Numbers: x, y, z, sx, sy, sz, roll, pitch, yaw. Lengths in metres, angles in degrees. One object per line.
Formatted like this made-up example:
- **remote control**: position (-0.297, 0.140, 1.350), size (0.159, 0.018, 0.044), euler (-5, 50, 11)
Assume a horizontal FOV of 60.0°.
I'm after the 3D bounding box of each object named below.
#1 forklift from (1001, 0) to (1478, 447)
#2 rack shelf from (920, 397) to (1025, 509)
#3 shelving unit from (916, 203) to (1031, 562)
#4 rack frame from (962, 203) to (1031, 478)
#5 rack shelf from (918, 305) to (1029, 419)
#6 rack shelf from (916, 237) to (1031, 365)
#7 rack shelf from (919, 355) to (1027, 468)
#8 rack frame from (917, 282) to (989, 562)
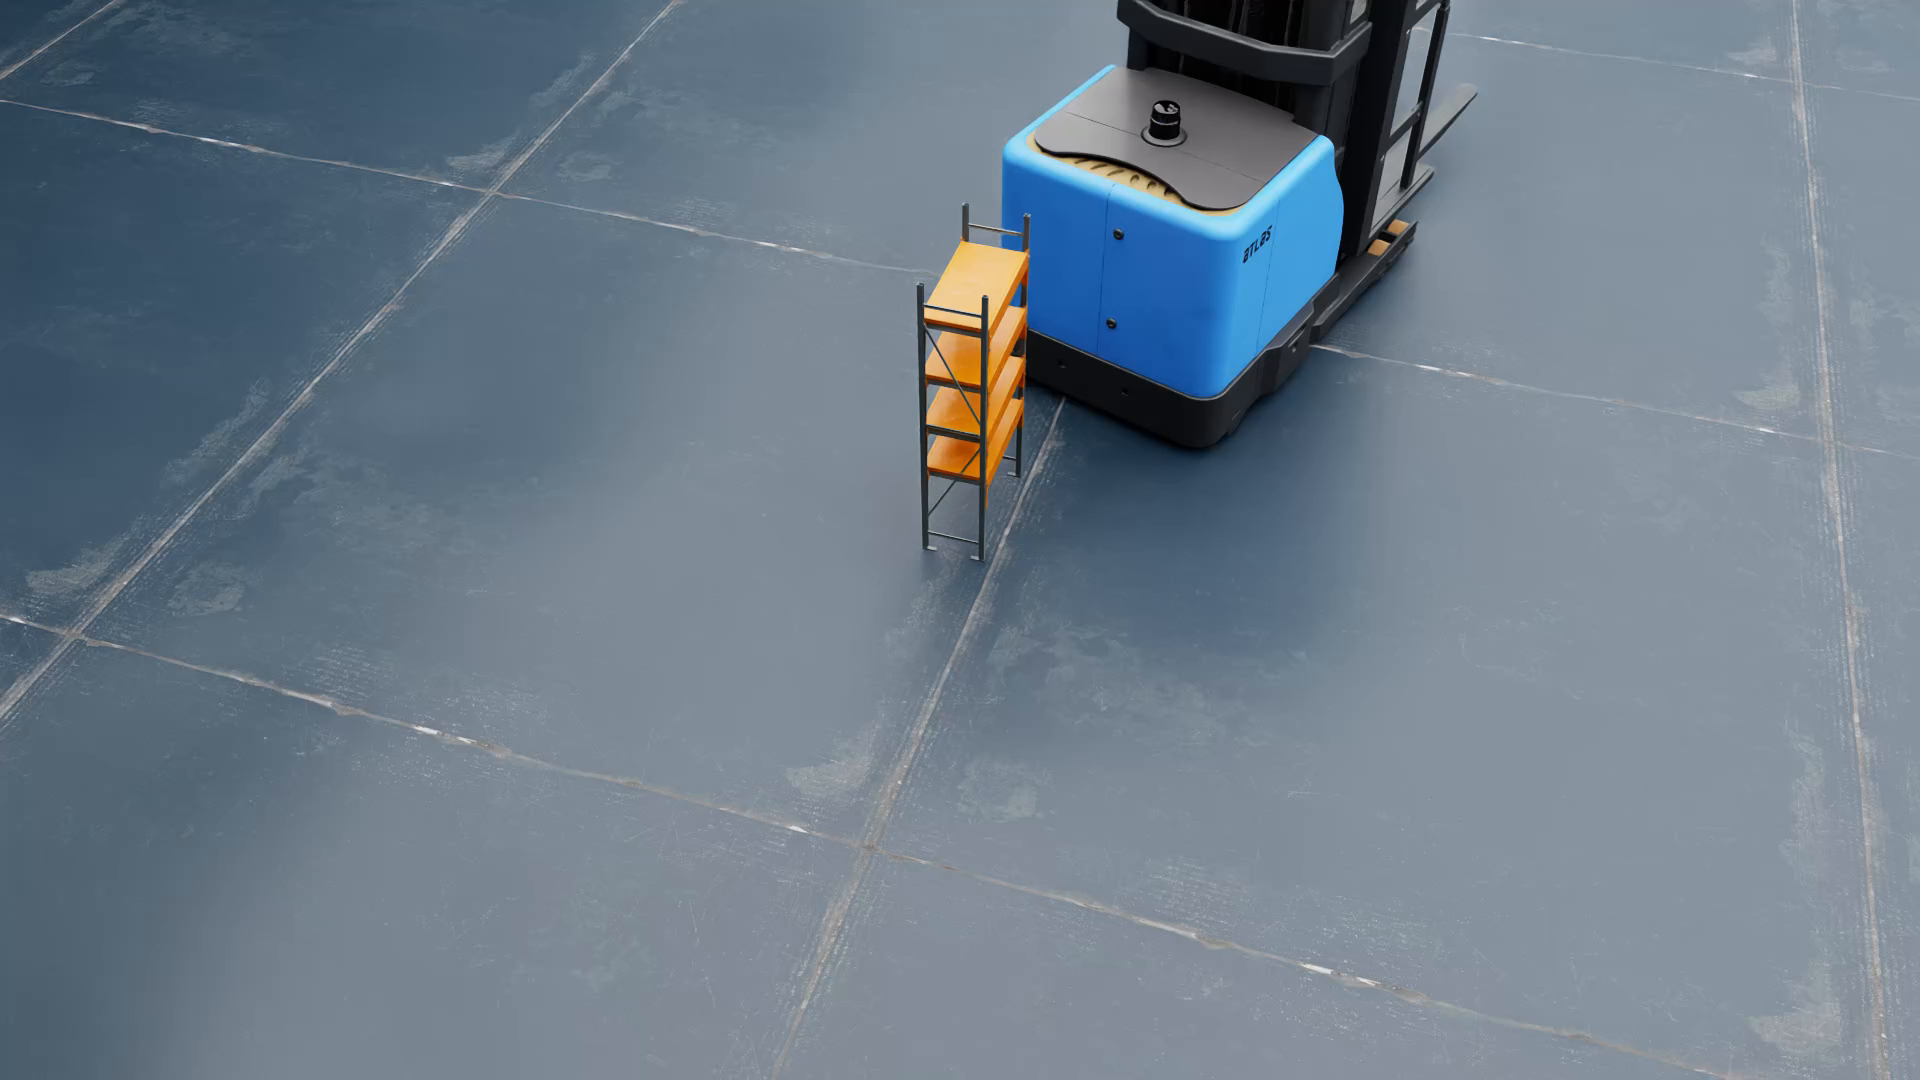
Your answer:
- **forklift**: position (1.410, -2.403, 6.610), size (1.130, 2.935, 3.031), euler (27, 50, 25)
- **rack shelf**: position (0.050, -0.349, 6.129), size (0.258, 0.148, 0.480), euler (13, 46, 13)
- **shelving unit**: position (0.050, -0.539, 5.943), size (0.258, 1.200, 0.503), euler (13, 46, 13)
- **rack frame**: position (0.124, -0.702, 6.109), size (0.240, 1.200, 0.015), euler (13, 46, 13)
- **rack shelf**: position (0.050, -0.651, 5.834), size (0.258, 0.148, 0.480), euler (13, 46, 13)
- **rack shelf**: position (0.050, -0.820, 5.668), size (0.258, 0.148, 0.480), euler (13, 46, 13)
- **rack shelf**: position (0.050, -0.491, 5.990), size (0.258, 0.148, 0.480), euler (13, 46, 13)
- **rack frame**: position (-0.024, -0.377, 5.777), size (0.240, 1.200, 0.015), euler (13, 46, 13)
